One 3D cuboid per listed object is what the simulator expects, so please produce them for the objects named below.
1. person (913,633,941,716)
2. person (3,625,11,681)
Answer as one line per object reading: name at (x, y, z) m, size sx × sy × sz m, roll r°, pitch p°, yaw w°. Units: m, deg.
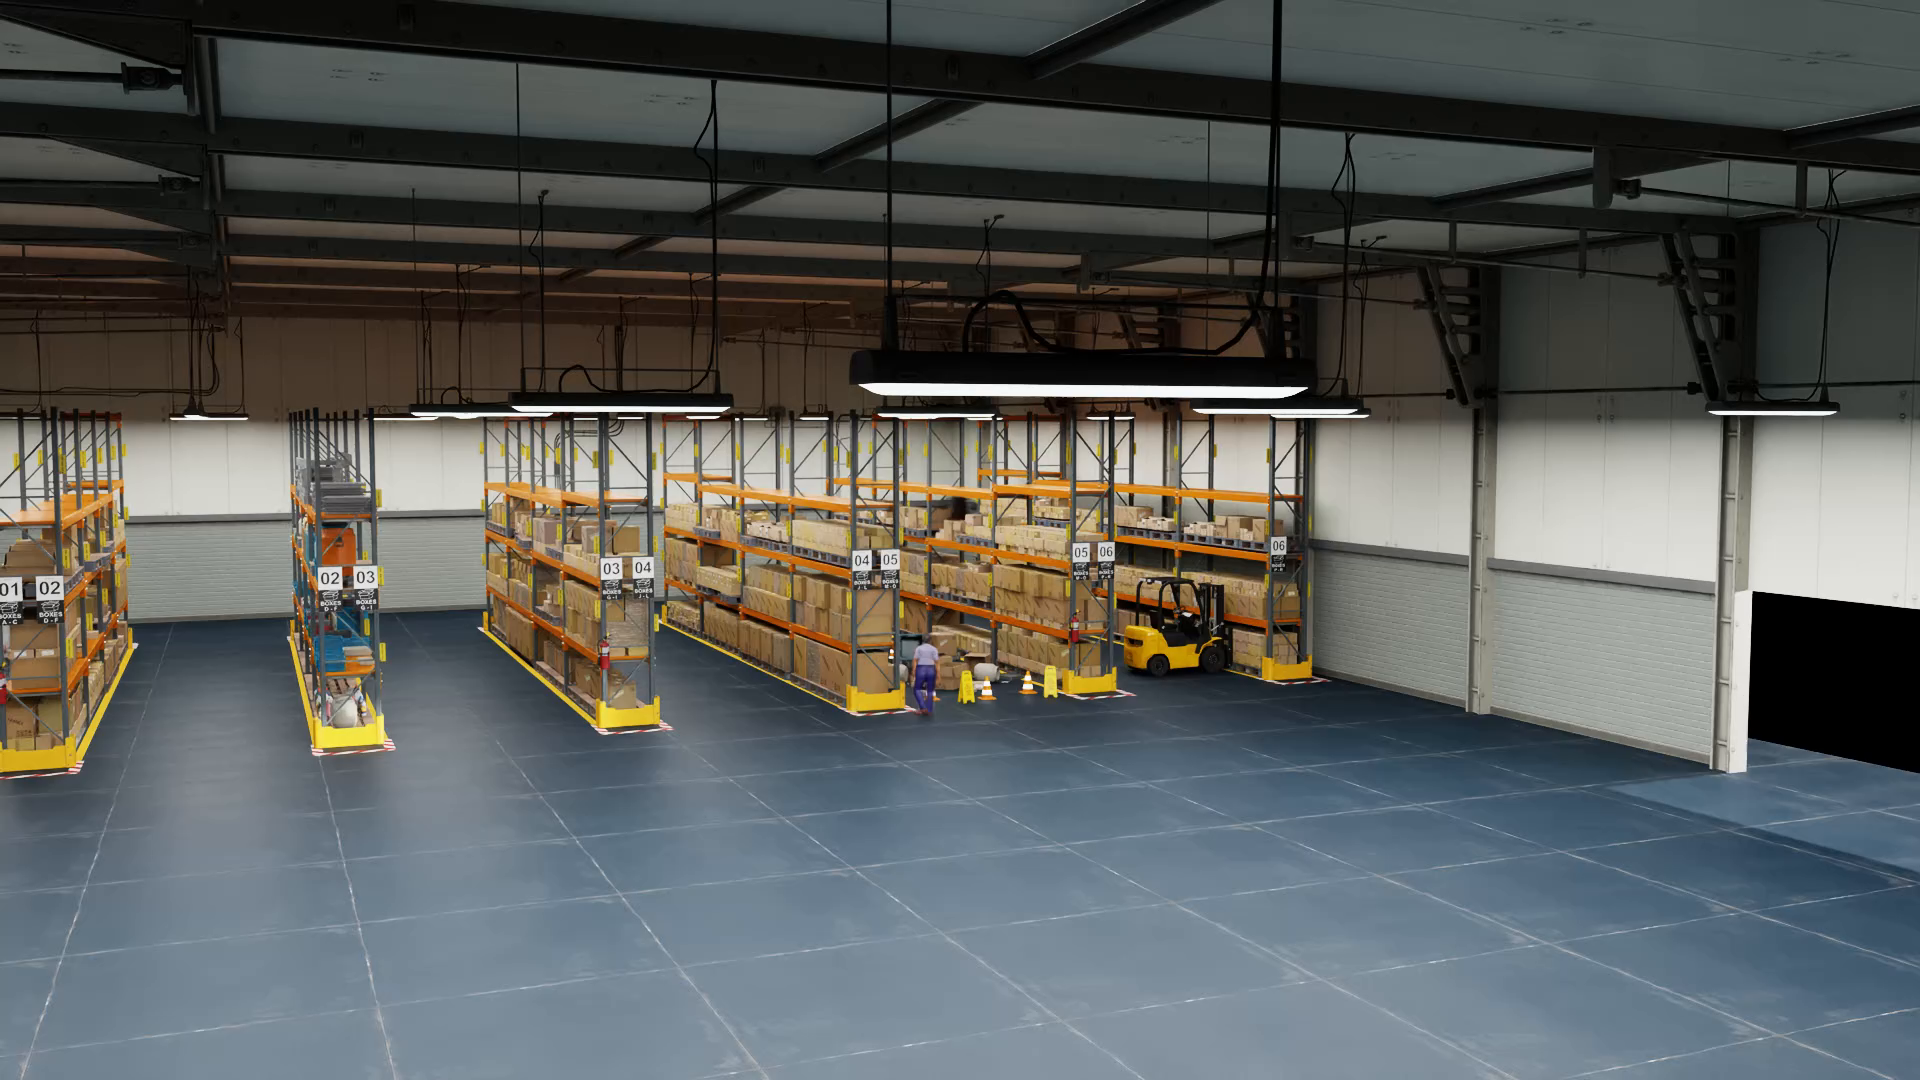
person at (-0.646, 2.638, 32.414) m, size 0.527 × 1.640 × 0.431 m, roll -1°, pitch 4°, yaw -12°
person at (-20.602, 2.312, 35.991) m, size 0.492 × 1.796 × 0.631 m, roll 1°, pitch 4°, yaw 20°
